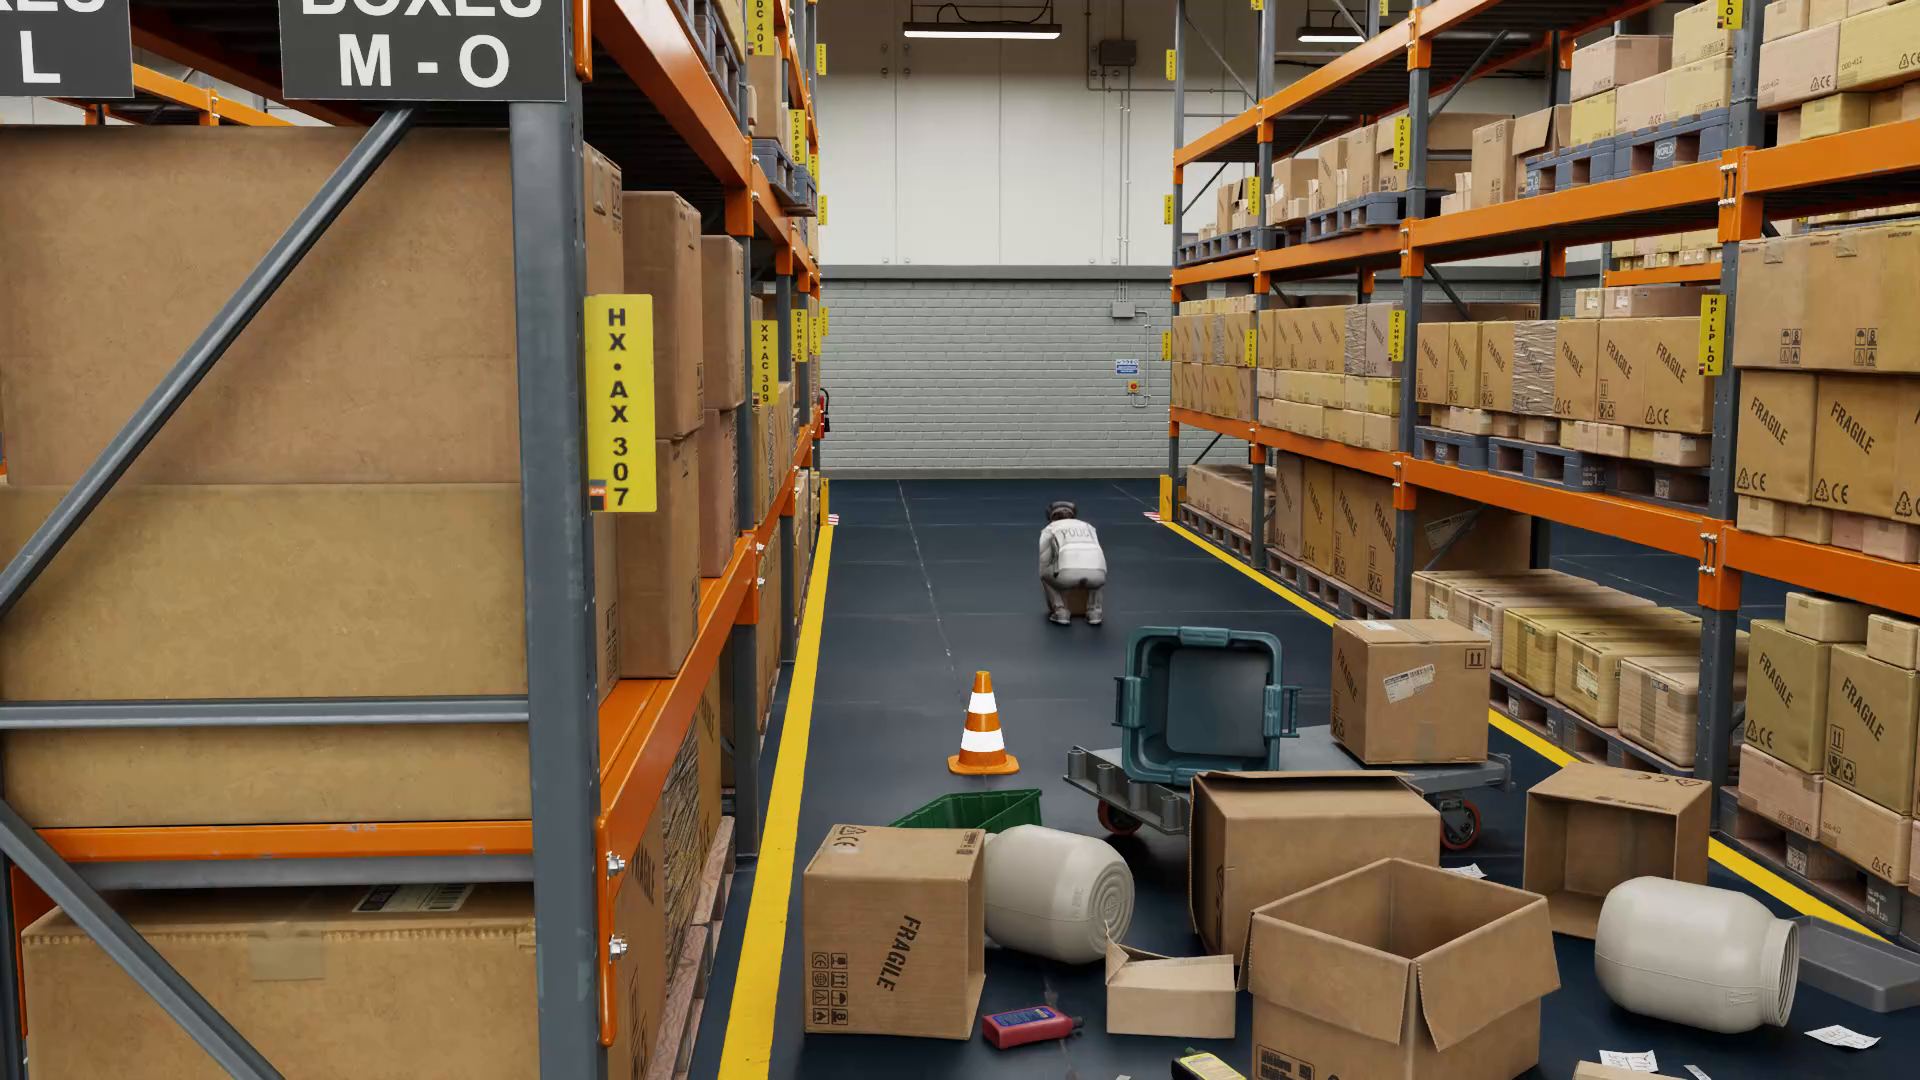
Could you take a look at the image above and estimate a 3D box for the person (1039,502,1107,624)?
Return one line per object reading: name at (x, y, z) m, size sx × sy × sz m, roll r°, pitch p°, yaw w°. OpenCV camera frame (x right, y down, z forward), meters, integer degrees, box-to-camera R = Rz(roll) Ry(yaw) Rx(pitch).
person at (0.834, 0.169, 12.250) m, size 0.482 × 0.856 × 0.859 m, roll 0°, pitch 7°, yaw -4°
